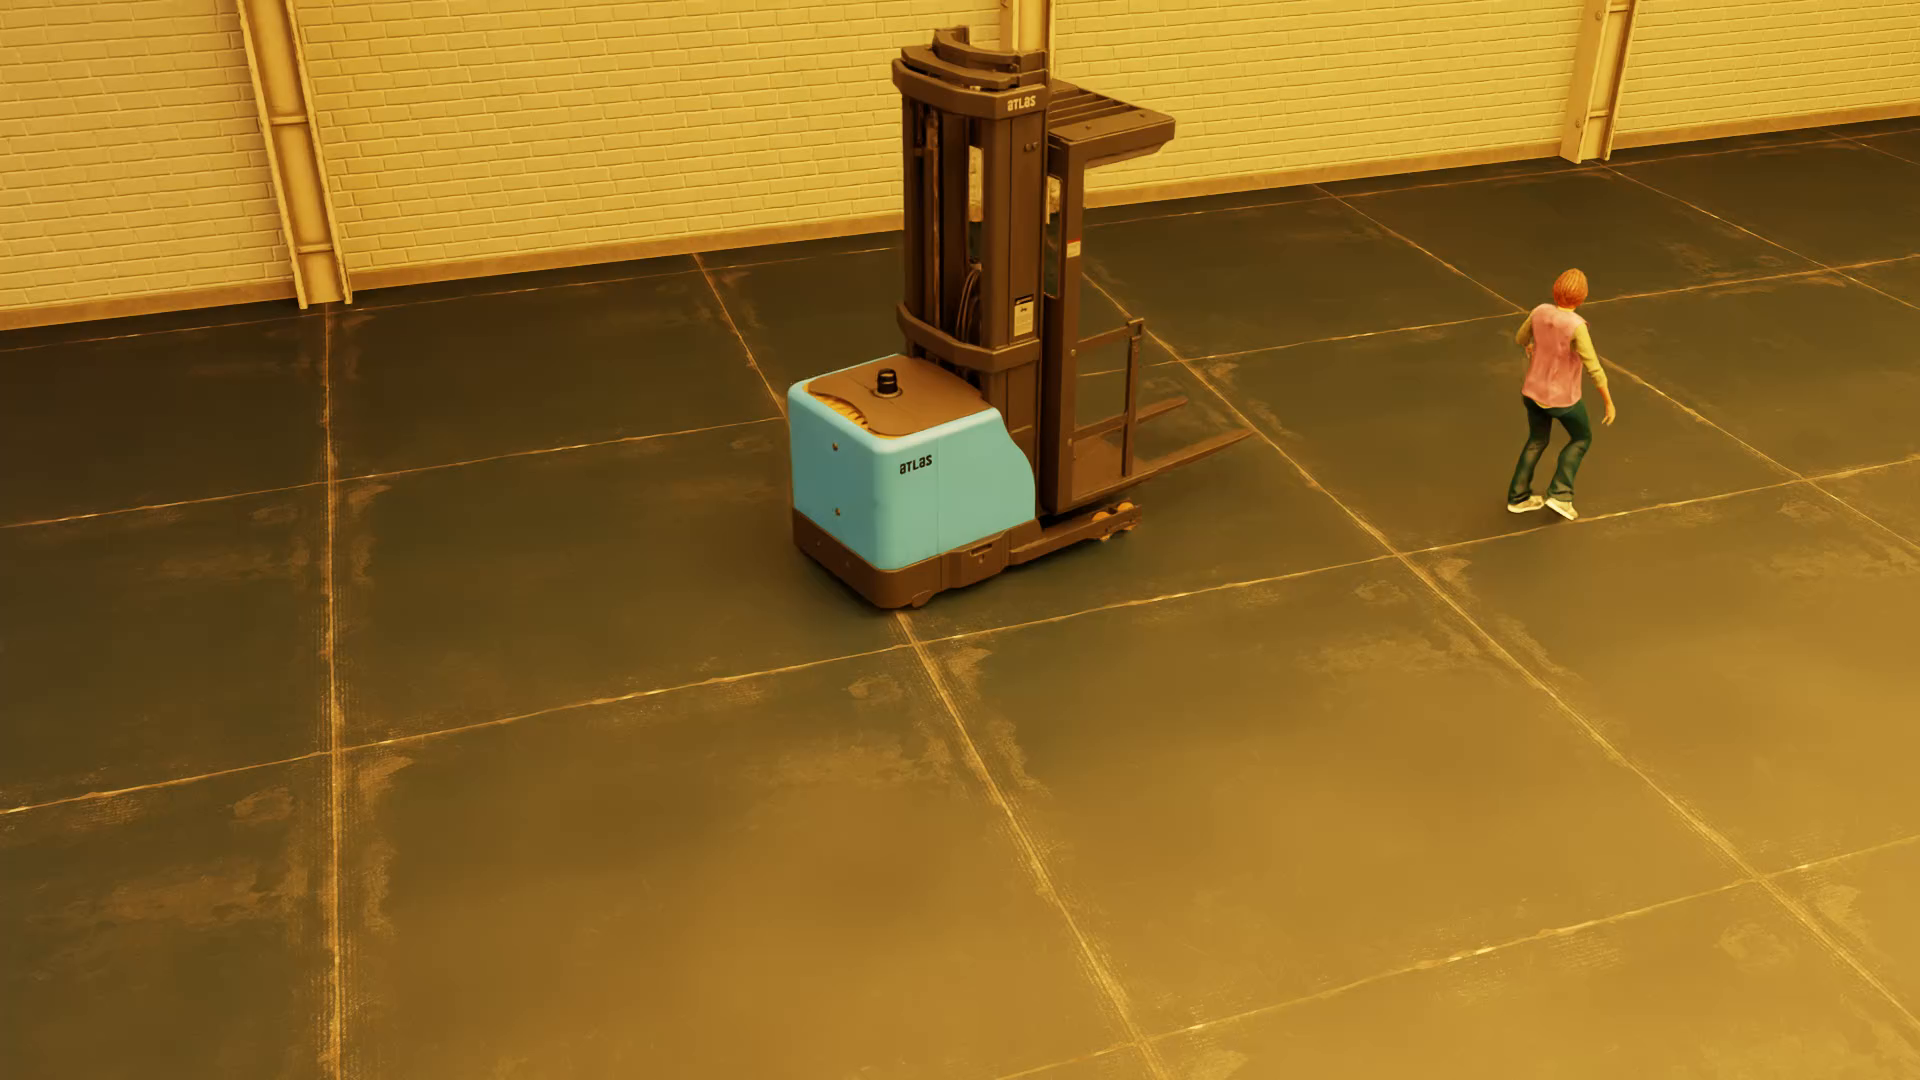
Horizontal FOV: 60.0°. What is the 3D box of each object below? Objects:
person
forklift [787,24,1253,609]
[{"bbox_3d":[3.577,-0.859,9.987,0.422,1.591,0.774,-16,33,-25],"label":"person"},{"bbox_3d":[0.492,-1.464,9.632,3.031,2.935,1.130,-20,36,-31],"label":"forklift"}]
